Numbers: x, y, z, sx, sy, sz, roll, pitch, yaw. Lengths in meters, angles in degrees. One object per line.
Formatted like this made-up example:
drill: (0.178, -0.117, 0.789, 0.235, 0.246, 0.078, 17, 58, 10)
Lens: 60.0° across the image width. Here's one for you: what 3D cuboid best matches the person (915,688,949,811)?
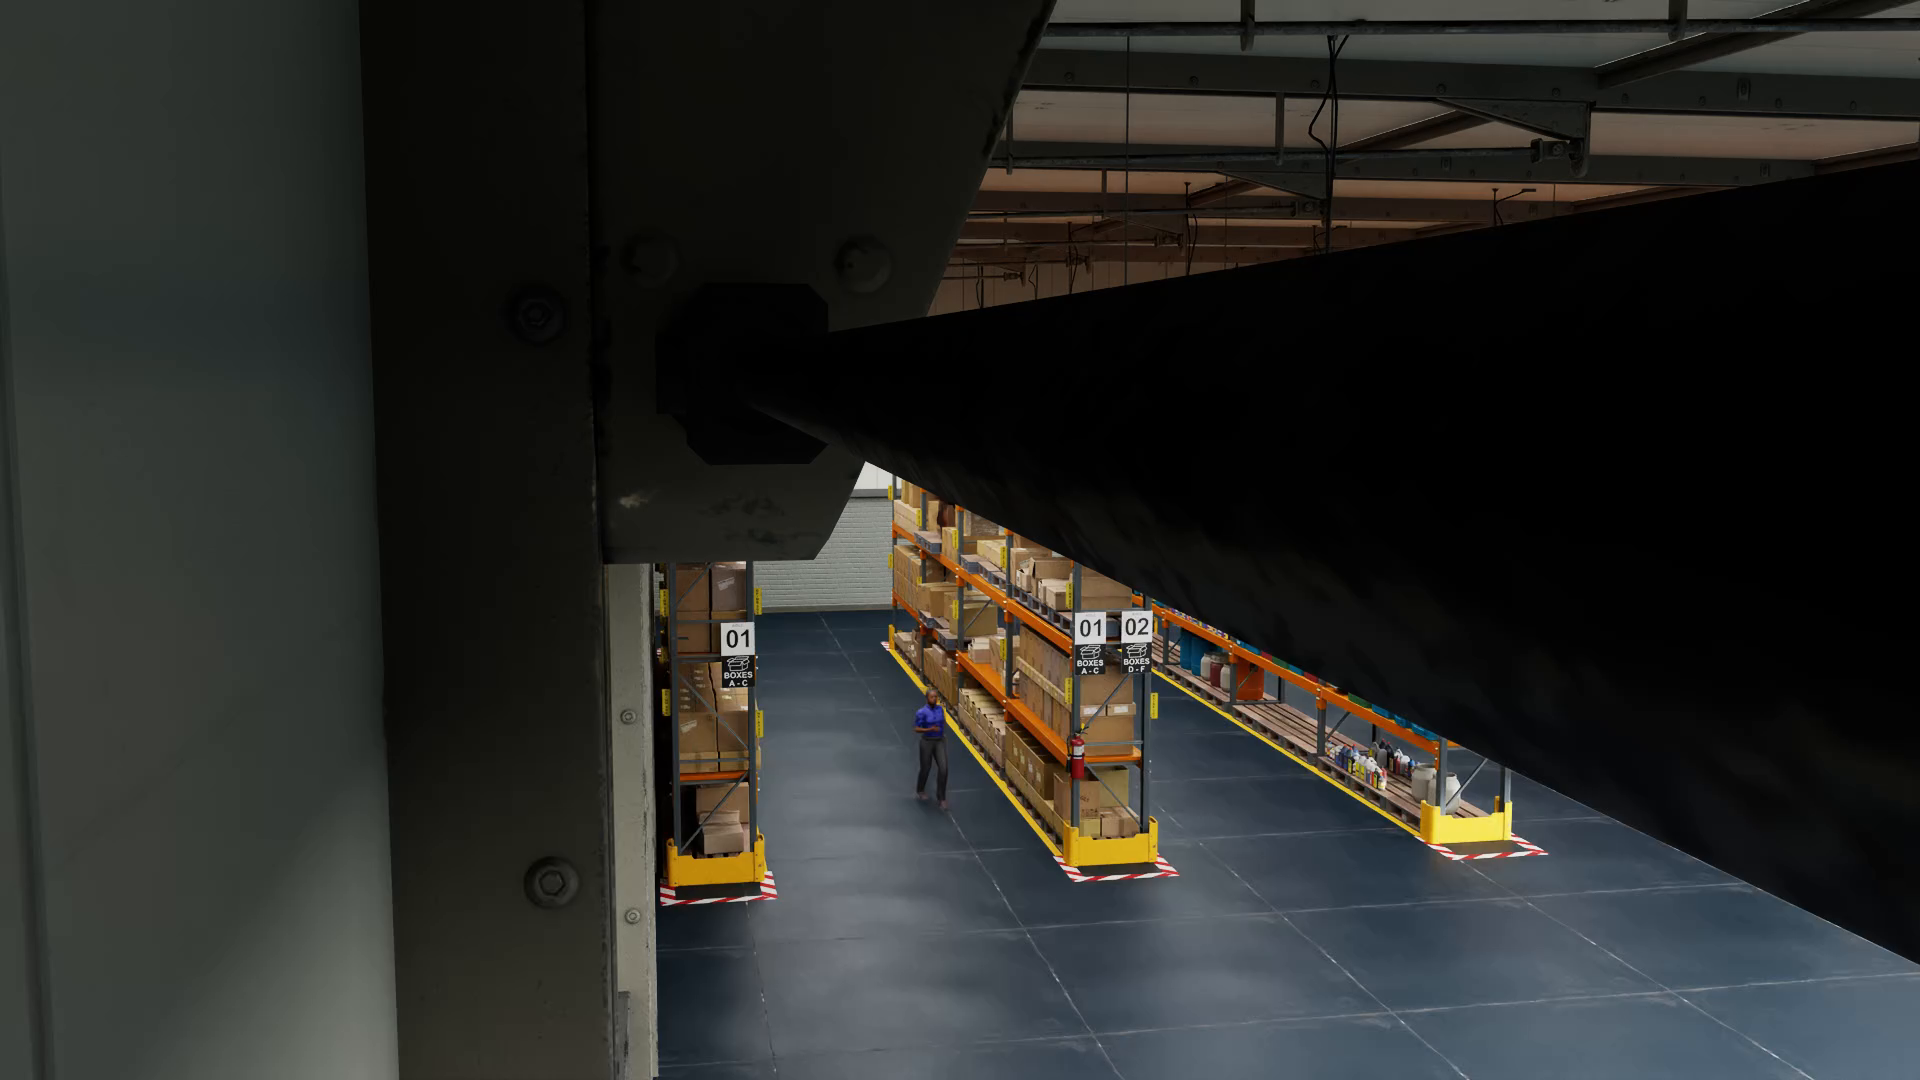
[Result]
person: (-0.402, 2.955, 23.616, 0.560, 1.713, 0.742, -3, 7, -24)
